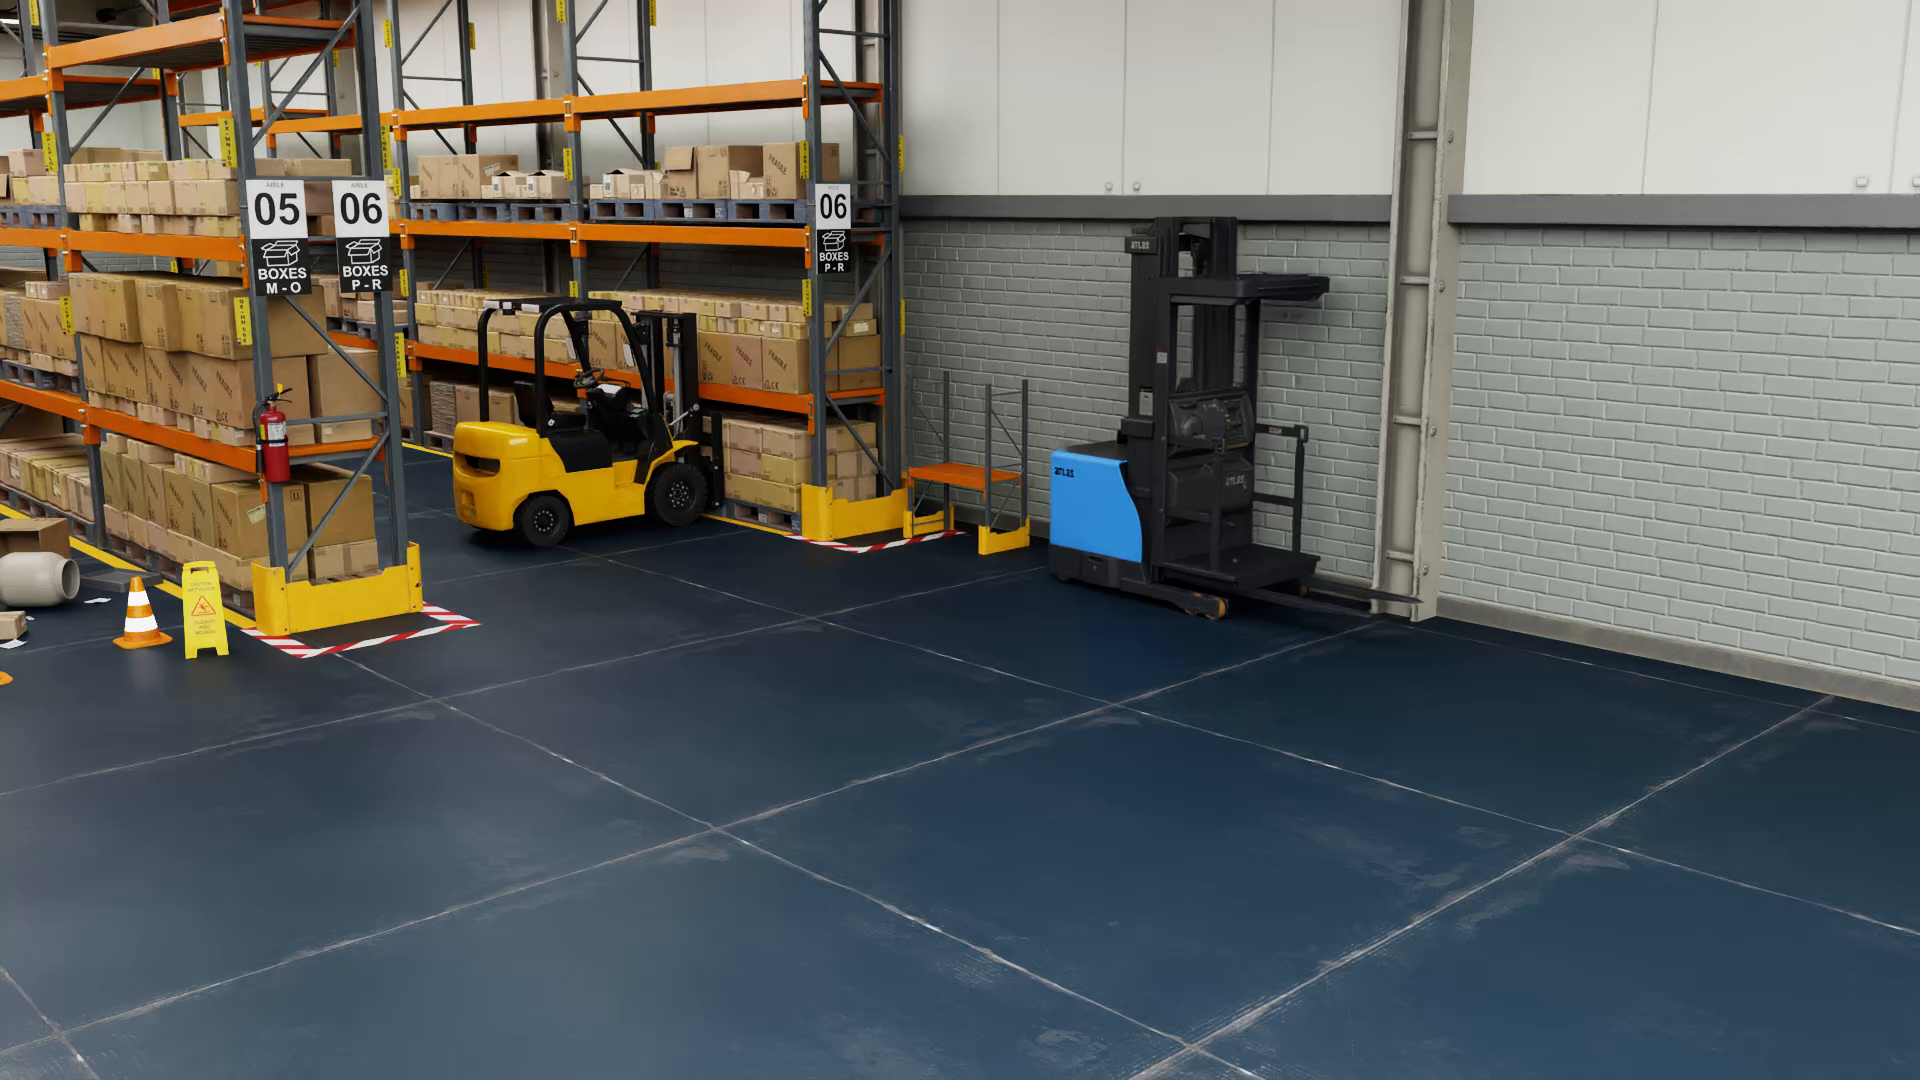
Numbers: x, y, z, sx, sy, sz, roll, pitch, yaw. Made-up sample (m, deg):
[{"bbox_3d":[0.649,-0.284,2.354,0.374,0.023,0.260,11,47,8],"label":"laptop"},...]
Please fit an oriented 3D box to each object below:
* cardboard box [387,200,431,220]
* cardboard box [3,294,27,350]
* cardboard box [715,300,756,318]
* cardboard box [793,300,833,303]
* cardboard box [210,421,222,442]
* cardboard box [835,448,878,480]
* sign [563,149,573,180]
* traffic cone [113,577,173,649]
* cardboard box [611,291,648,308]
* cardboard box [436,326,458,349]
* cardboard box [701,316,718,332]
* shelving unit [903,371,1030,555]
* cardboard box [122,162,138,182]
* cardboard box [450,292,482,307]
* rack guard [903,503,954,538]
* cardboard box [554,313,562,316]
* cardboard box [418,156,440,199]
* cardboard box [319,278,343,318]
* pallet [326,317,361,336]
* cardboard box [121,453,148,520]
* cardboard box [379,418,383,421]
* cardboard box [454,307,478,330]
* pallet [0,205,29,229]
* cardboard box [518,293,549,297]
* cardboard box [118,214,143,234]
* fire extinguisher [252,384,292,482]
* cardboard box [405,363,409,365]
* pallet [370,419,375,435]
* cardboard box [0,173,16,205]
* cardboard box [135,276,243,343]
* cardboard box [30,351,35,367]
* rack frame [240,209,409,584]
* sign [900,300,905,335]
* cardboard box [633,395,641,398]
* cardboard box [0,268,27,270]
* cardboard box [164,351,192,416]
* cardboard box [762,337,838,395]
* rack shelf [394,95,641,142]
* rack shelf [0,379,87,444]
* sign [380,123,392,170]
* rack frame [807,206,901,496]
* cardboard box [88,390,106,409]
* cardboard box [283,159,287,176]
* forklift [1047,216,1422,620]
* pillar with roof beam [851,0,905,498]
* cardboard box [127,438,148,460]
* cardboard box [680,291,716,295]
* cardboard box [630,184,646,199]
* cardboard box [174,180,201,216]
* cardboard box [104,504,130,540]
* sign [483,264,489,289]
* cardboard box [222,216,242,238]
[{"bbox_3d":[-7.019,-4.165,20.972,0.500,0.250,0.500,11,16,43],"label":"cardboard box"},{"bbox_3d":[-8.857,-2.113,16.047,0.500,0.500,0.500,11,16,43],"label":"cardboard box"},{"bbox_3d":[-2.136,-2.232,16.055,0.380,0.149,0.250,-10,16,-41],"label":"cardboard box"},{"bbox_3d":[-1.391,-2.232,16.055,0.380,0.149,0.250,-10,16,-41],"label":"cardboard box"},{"bbox_3d":[-5.382,-0.832,12.479,0.380,0.149,0.250,-11,16,-44],"label":"cardboard box"},{"bbox_3d":[-1.139,-0.762,16.051,0.500,0.250,0.500,-11,16,-42],"label":"cardboard box"},{"bbox_3d":[-4.113,-3.944,17.466,0.100,0.325,0.005,-11,16,-43],"label":"sign"},{"bbox_3d":[-5.782,0.491,11.721,0.336,0.463,0.334,-11,16,-43],"label":"traffic cone"},{"bbox_3d":[-3.463,-2.546,17.582,0.380,0.149,0.250,-11,16,-42],"label":"cardboard box"},{"bbox_3d":[-6.016,-2.482,20.236,0.500,0.250,0.500,-11,16,-44],"label":"cardboard box"},{"bbox_3d":[-2.310,-2.123,16.266,0.380,0.149,0.250,-11,16,-42],"label":"cardboard box"},{"bbox_3d":[0.053,-0.723,15.045,0.587,1.500,1.083,-11,16,-43],"label":"shelving unit"},{"bbox_3d":[-6.394,-2.915,13.179,0.380,0.149,0.250,-11,16,-43],"label":"cardboard box"},{"bbox_3d":[-5.911,-2.899,20.030,0.380,0.149,0.250,-11,16,-42],"label":"cardboard box"},{"bbox_3d":[-0.291,-0.184,15.524,0.587,0.250,0.087,-11,16,-43],"label":"rack guard"},{"bbox_3d":[-4.315,-2.565,18.413,0.380,0.149,0.250,-11,16,-43],"label":"cardboard box"},{"bbox_3d":[-6.165,-4.362,20.017,0.500,0.500,0.500,-11,16,-42],"label":"cardboard box"},{"bbox_3d":[-8.180,-3.275,22.424,0.700,0.500,0.500,-11,16,-43],"label":"cardboard box"},{"bbox_3d":[-7.836,-2.918,22.454,1.003,0.211,1.213,-11,16,-43],"label":"pallet"},{"bbox_3d":[-6.724,-0.479,14.054,0.500,0.500,0.500,-10,15,-40],"label":"cardboard box"},{"bbox_3d":[-7.275,-1.816,21.786,0.500,0.500,0.500,-11,16,-43],"label":"cardboard box"},{"bbox_3d":[-5.666,-2.649,19.807,0.500,0.250,0.500,11,16,44],"label":"cardboard box"},{"bbox_3d":[-8.382,-3.086,15.825,1.213,0.211,1.003,-11,16,-43],"label":"pallet"},{"bbox_3d":[-5.044,-2.855,19.816,0.380,0.149,0.250,-10,15,-41],"label":"cardboard box"},{"bbox_3d":[-6.450,-2.519,13.230,0.380,0.149,0.250,-11,16,-44],"label":"cardboard box"},{"bbox_3d":[-4.806,-0.750,11.648,0.296,0.674,0.183,-11,16,-43],"label":"fire extinguisher"},{"bbox_3d":[-7.556,-2.328,22.664,0.380,0.149,0.250,-11,16,-42],"label":"cardboard box"},{"bbox_3d":[-7.816,-1.655,22.760,1.003,0.211,1.213,-11,16,-43],"label":"pallet"},{"bbox_3d":[-9.003,-3.337,16.326,0.797,0.503,0.637,-11,16,-43],"label":"cardboard box"},{"bbox_3d":[-6.077,-1.824,13.209,0.700,0.500,0.500,-11,16,-43],"label":"cardboard box"},{"bbox_3d":[-8.563,-1.723,15.760,0.380,0.149,0.250,-11,16,-43],"label":"cardboard box"},{"bbox_3d":[-4.552,-0.869,12.033,1.000,3.000,0.127,-11,16,-43],"label":"rack frame"},{"bbox_3d":[-0.559,-2.100,15.669,0.100,0.325,0.005,-11,16,-43],"label":"sign"},{"bbox_3d":[-3.247,-1.449,18.143,0.500,0.250,0.500,-10,16,-41],"label":"cardboard box"},{"bbox_3d":[-10.590,-2.752,18.449,0.500,0.500,0.500,-11,16,-42],"label":"cardboard box"},{"bbox_3d":[-5.812,-1.251,12.906,0.500,0.500,0.500,-11,16,-43],"label":"cardboard box"},{"bbox_3d":[-1.494,-1.645,15.554,0.500,0.500,0.500,-11,16,-44],"label":"cardboard box"},{"bbox_3d":[-5.108,-4.827,19.151,1.077,0.370,4.000,-11,16,-43],"label":"rack shelf"},{"bbox_3d":[-8.695,-1.392,16.356,1.077,0.370,4.000,-11,16,-43],"label":"rack shelf"},{"bbox_3d":[-4.160,-2.842,12.009,0.100,0.325,0.005,-11,16,-43],"label":"sign"},{"bbox_3d":[-0.965,-1.561,15.393,1.000,3.000,0.127,-11,16,-43],"label":"rack frame"},{"bbox_3d":[-7.329,-1.239,14.452,0.380,0.149,0.250,-11,16,-43],"label":"cardboard box"},{"bbox_3d":[-4.835,-2.720,12.233,0.380,0.149,0.250,-11,16,-43],"label":"cardboard box"},{"bbox_3d":[2.078,-0.956,12.628,1.130,2.935,3.031,-10,15,-41],"label":"forklift"},{"bbox_3d":[-3.907,-4.127,12.979,9.100,9.000,0.400,-11,16,-43],"label":"pillar with roof beam"},{"bbox_3d":[-6.703,-0.771,13.868,0.380,0.149,0.250,-10,15,-40],"label":"cardboard box"},{"bbox_3d":[-2.734,-2.546,17.580,0.380,0.149,0.250,-11,16,-44],"label":"cardboard box"},{"bbox_3d":[-3.106,-3.526,16.829,0.380,0.149,0.250,-10,15,-41],"label":"cardboard box"},{"bbox_3d":[-5.437,-2.523,12.262,0.500,0.250,0.500,-11,16,-43],"label":"cardboard box"},{"bbox_3d":[-7.102,-0.188,14.501,0.500,0.250,0.500,11,16,43],"label":"cardboard box"},{"bbox_3d":[-6.090,-3.373,21.321,0.100,0.325,0.005,-11,16,-43],"label":"sign"},{"bbox_3d":[-5.001,-2.228,11.819,0.380,0.149,0.250,-11,16,-42],"label":"cardboard box"}]
